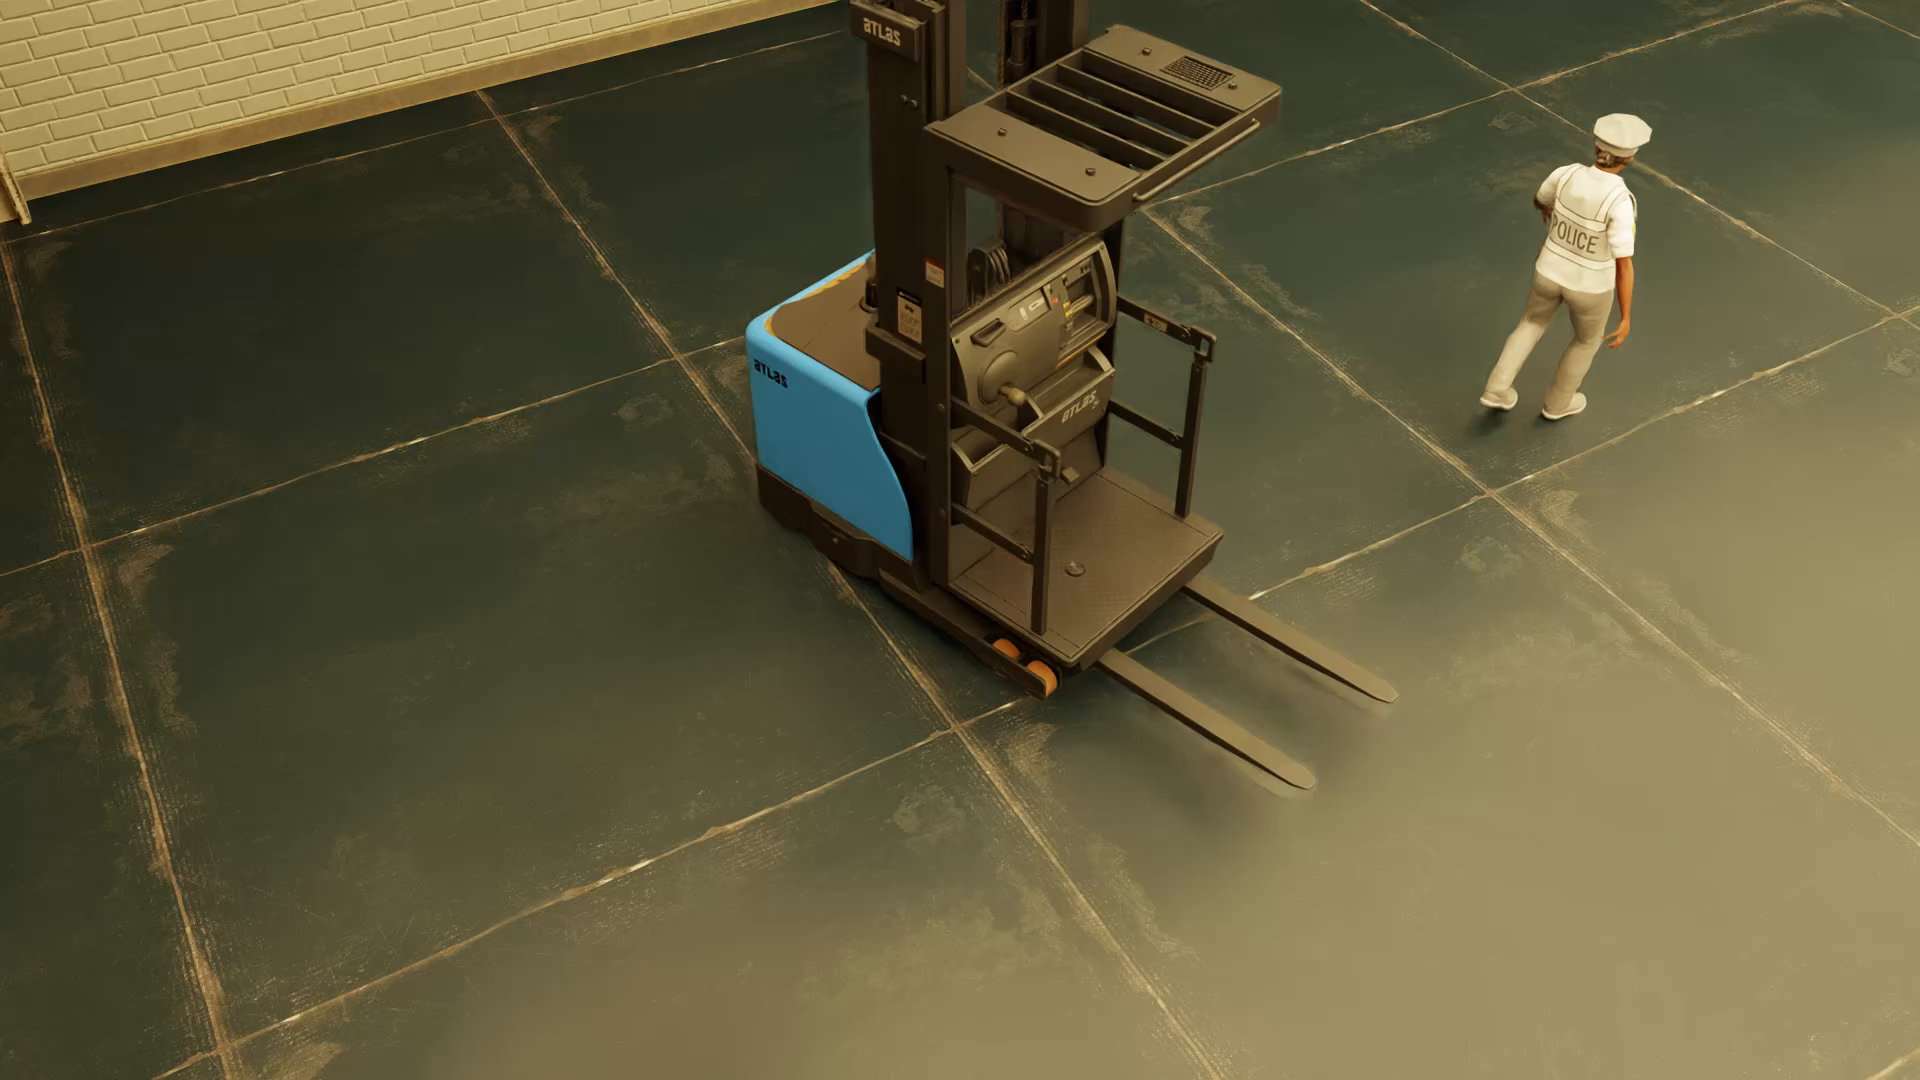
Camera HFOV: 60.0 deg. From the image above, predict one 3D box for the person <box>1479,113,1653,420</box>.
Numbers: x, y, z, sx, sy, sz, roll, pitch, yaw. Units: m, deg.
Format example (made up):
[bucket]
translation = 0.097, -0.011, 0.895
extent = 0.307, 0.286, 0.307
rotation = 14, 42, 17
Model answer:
[person]
translation = 2.968, -1.252, 8.003
extent = 0.647, 1.645, 0.779
rotation = -31, 51, -29

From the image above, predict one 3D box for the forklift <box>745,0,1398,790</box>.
[forklift]
translation = 0.463, -0.799, 6.560
extent = 3.031, 2.935, 1.130
rotation = 32, 51, 30
